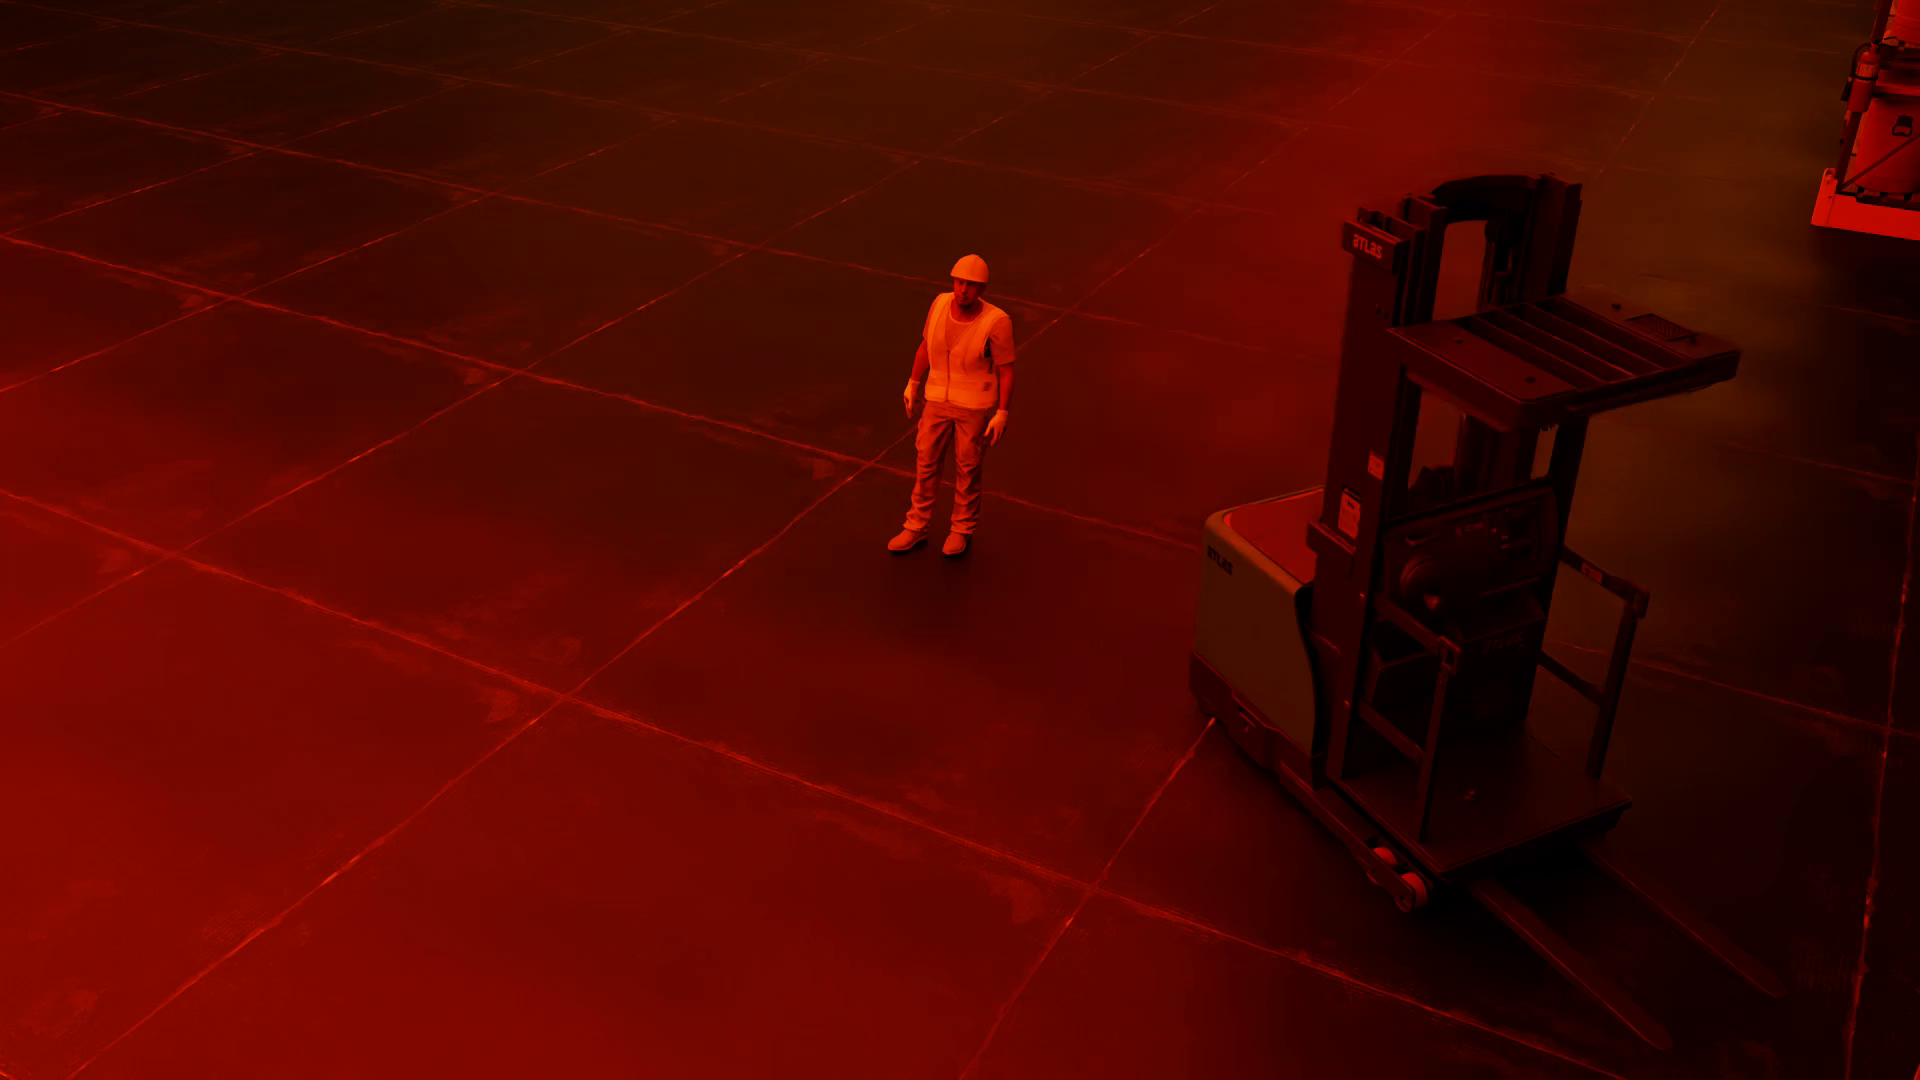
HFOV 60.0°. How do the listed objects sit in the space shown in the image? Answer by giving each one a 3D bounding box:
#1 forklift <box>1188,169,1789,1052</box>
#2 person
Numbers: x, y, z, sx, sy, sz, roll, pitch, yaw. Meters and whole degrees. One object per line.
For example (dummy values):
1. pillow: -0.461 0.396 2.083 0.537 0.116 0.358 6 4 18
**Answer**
1. forklift: 2.272 0.088 6.918 1.130 2.935 3.031 -14 33 -22
2. person: -0.043 -0.750 9.503 0.656 1.782 0.577 15 33 25
